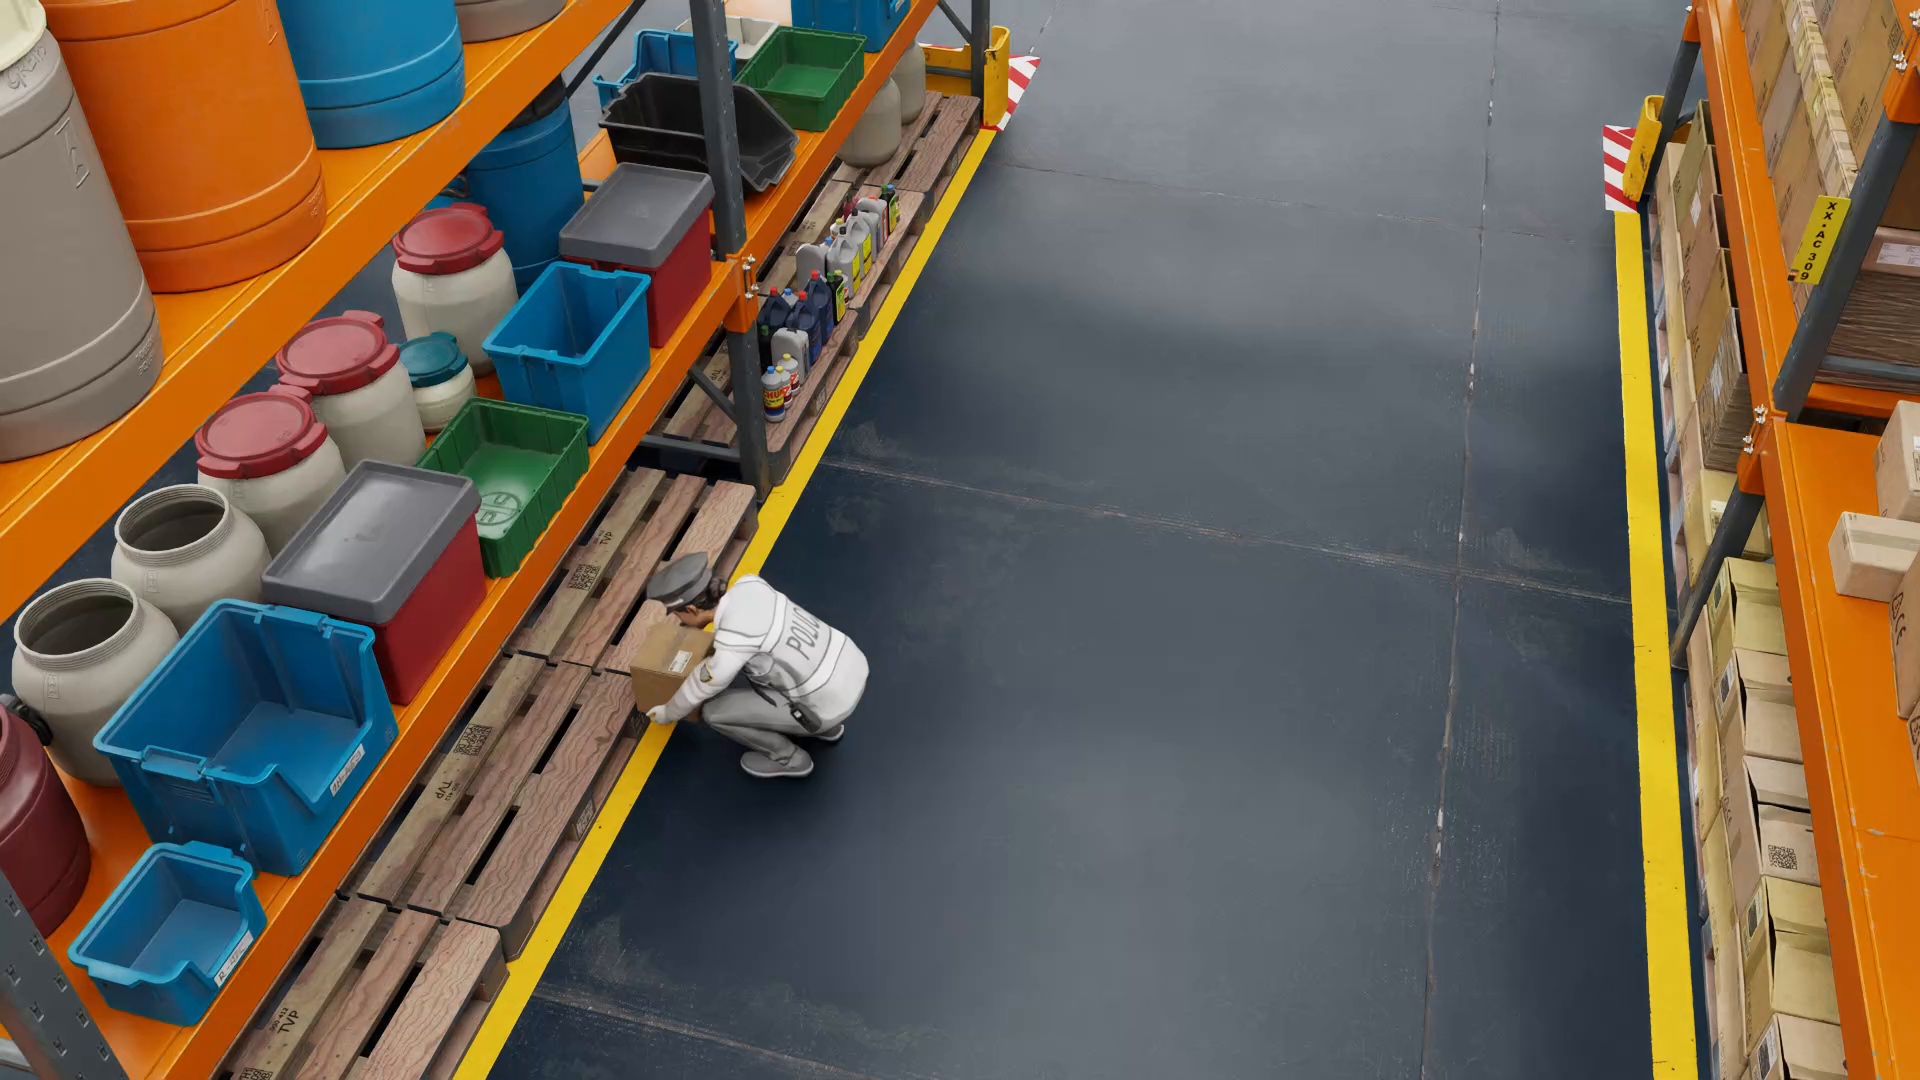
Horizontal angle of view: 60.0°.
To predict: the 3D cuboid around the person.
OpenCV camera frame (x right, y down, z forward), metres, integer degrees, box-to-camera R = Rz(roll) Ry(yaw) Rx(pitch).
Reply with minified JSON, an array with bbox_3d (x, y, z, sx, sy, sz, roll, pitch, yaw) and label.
[{"bbox_3d":[-0.760,0.445,6.192,0.819,0.965,0.497,10,42,11],"label":"person"}]
